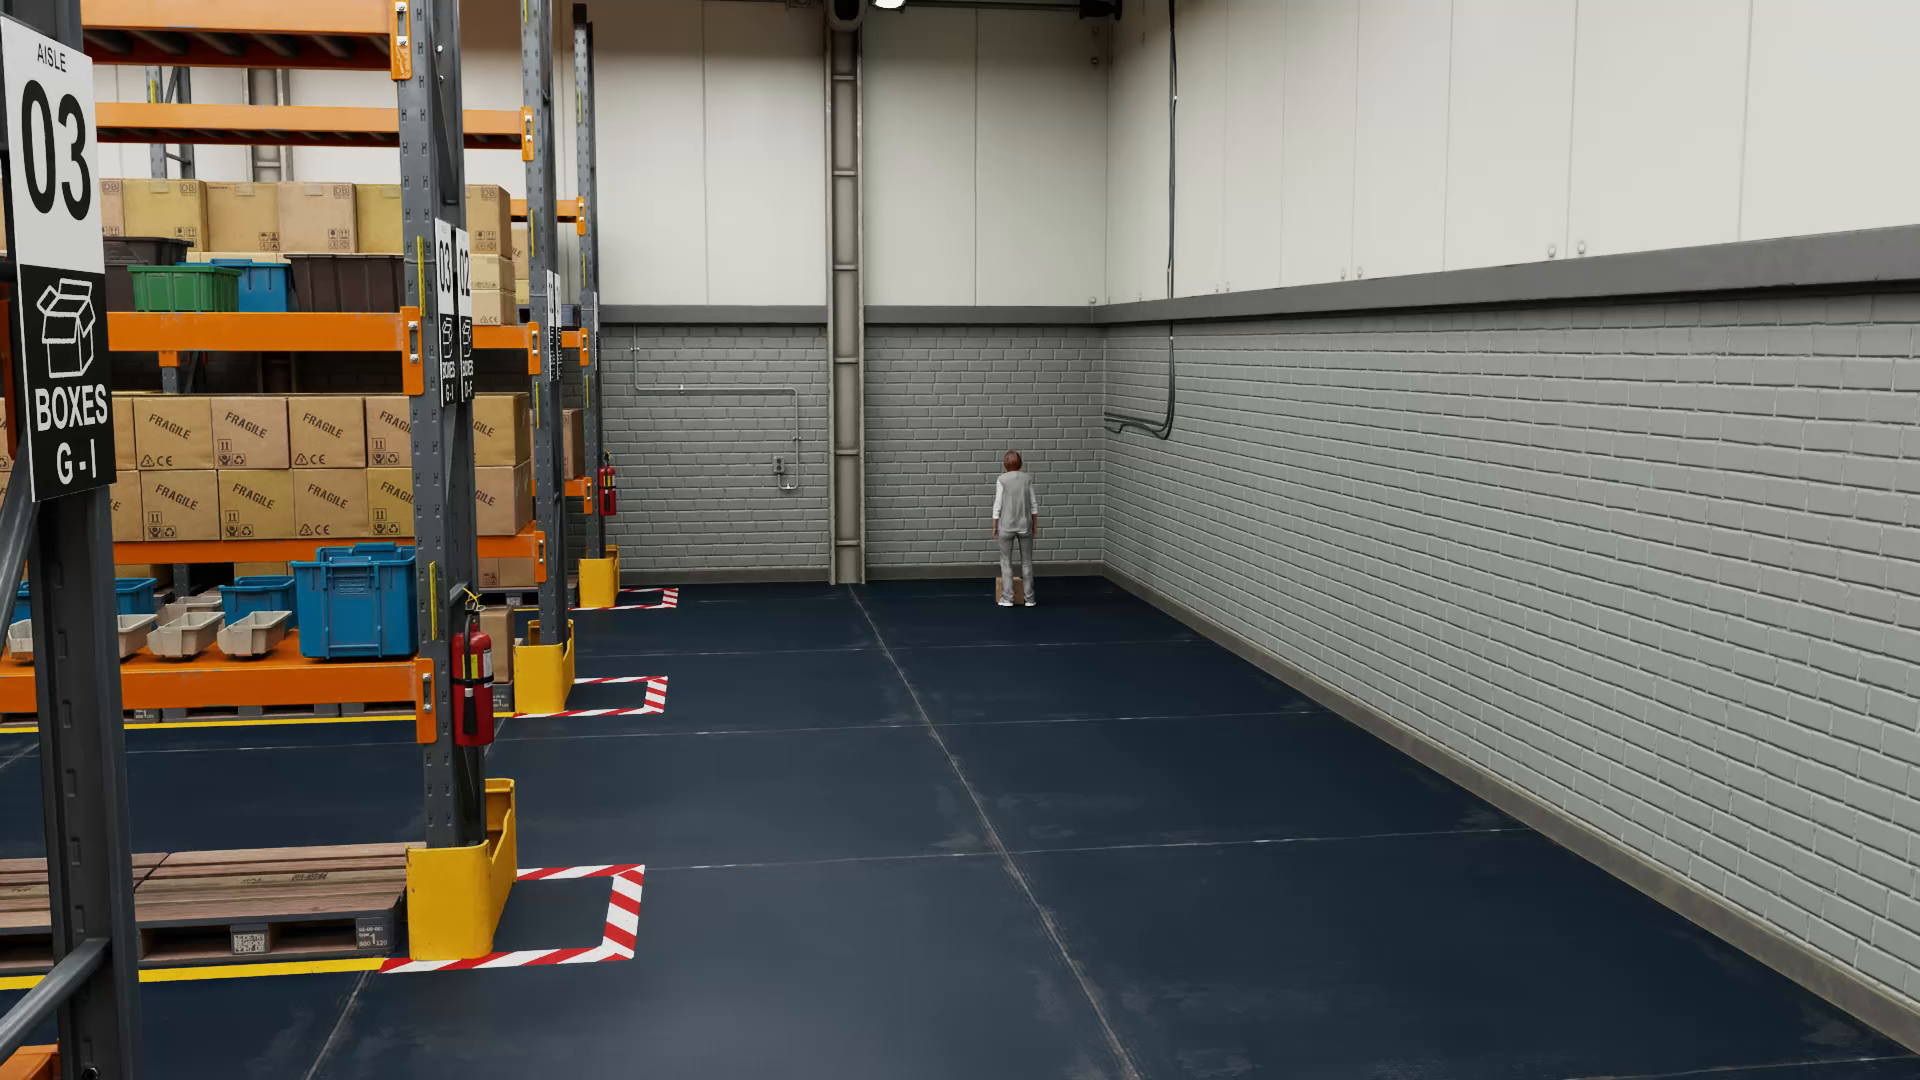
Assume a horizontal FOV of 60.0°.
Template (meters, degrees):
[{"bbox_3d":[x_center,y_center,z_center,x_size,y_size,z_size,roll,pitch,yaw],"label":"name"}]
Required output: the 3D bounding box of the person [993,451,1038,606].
[{"bbox_3d":[0.563,-0.111,16.982,0.471,1.591,0.366,-1,7,-10],"label":"person"}]
